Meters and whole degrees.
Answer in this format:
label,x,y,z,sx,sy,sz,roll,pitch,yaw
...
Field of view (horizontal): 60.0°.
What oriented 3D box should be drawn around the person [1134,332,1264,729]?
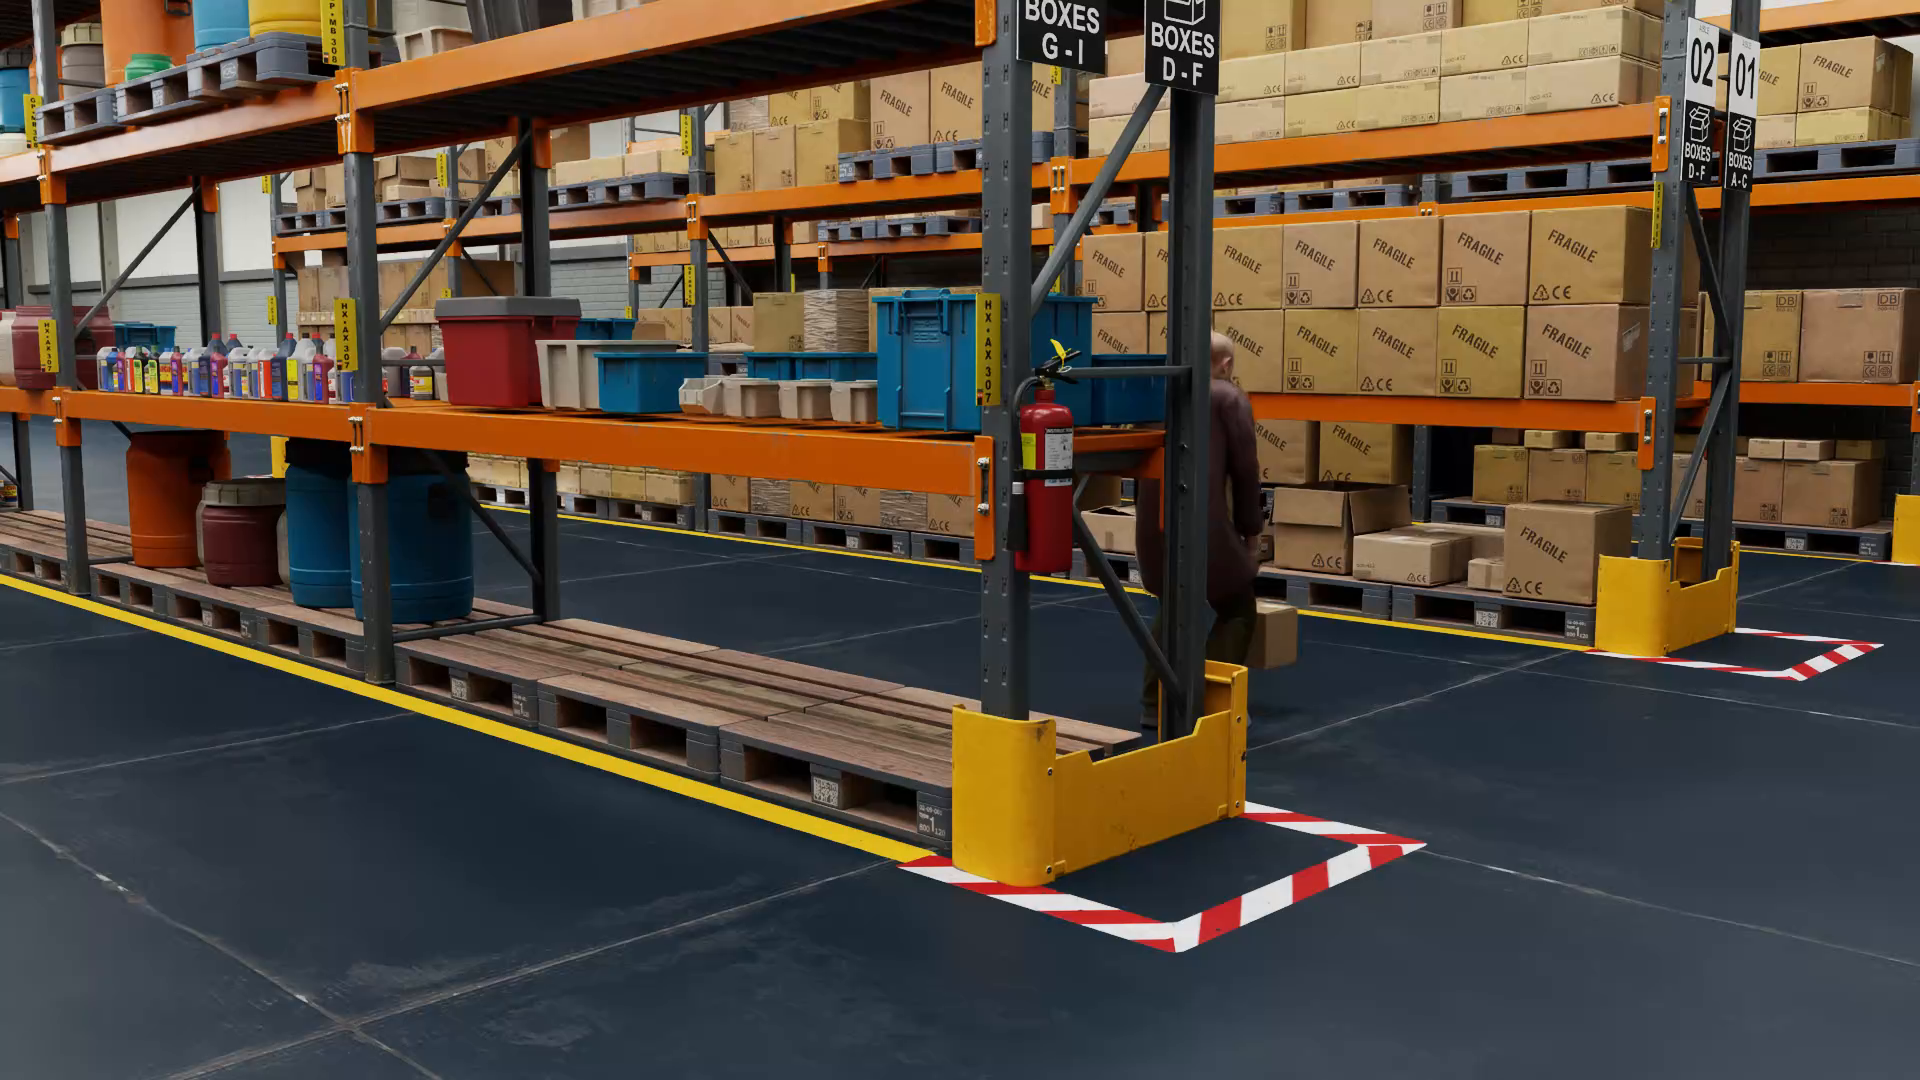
label,x,y,z,sx,sy,sz,roll,pitch,yaw
person,0.958,-0.029,6.922,0.612,1.643,0.516,7,9,44
